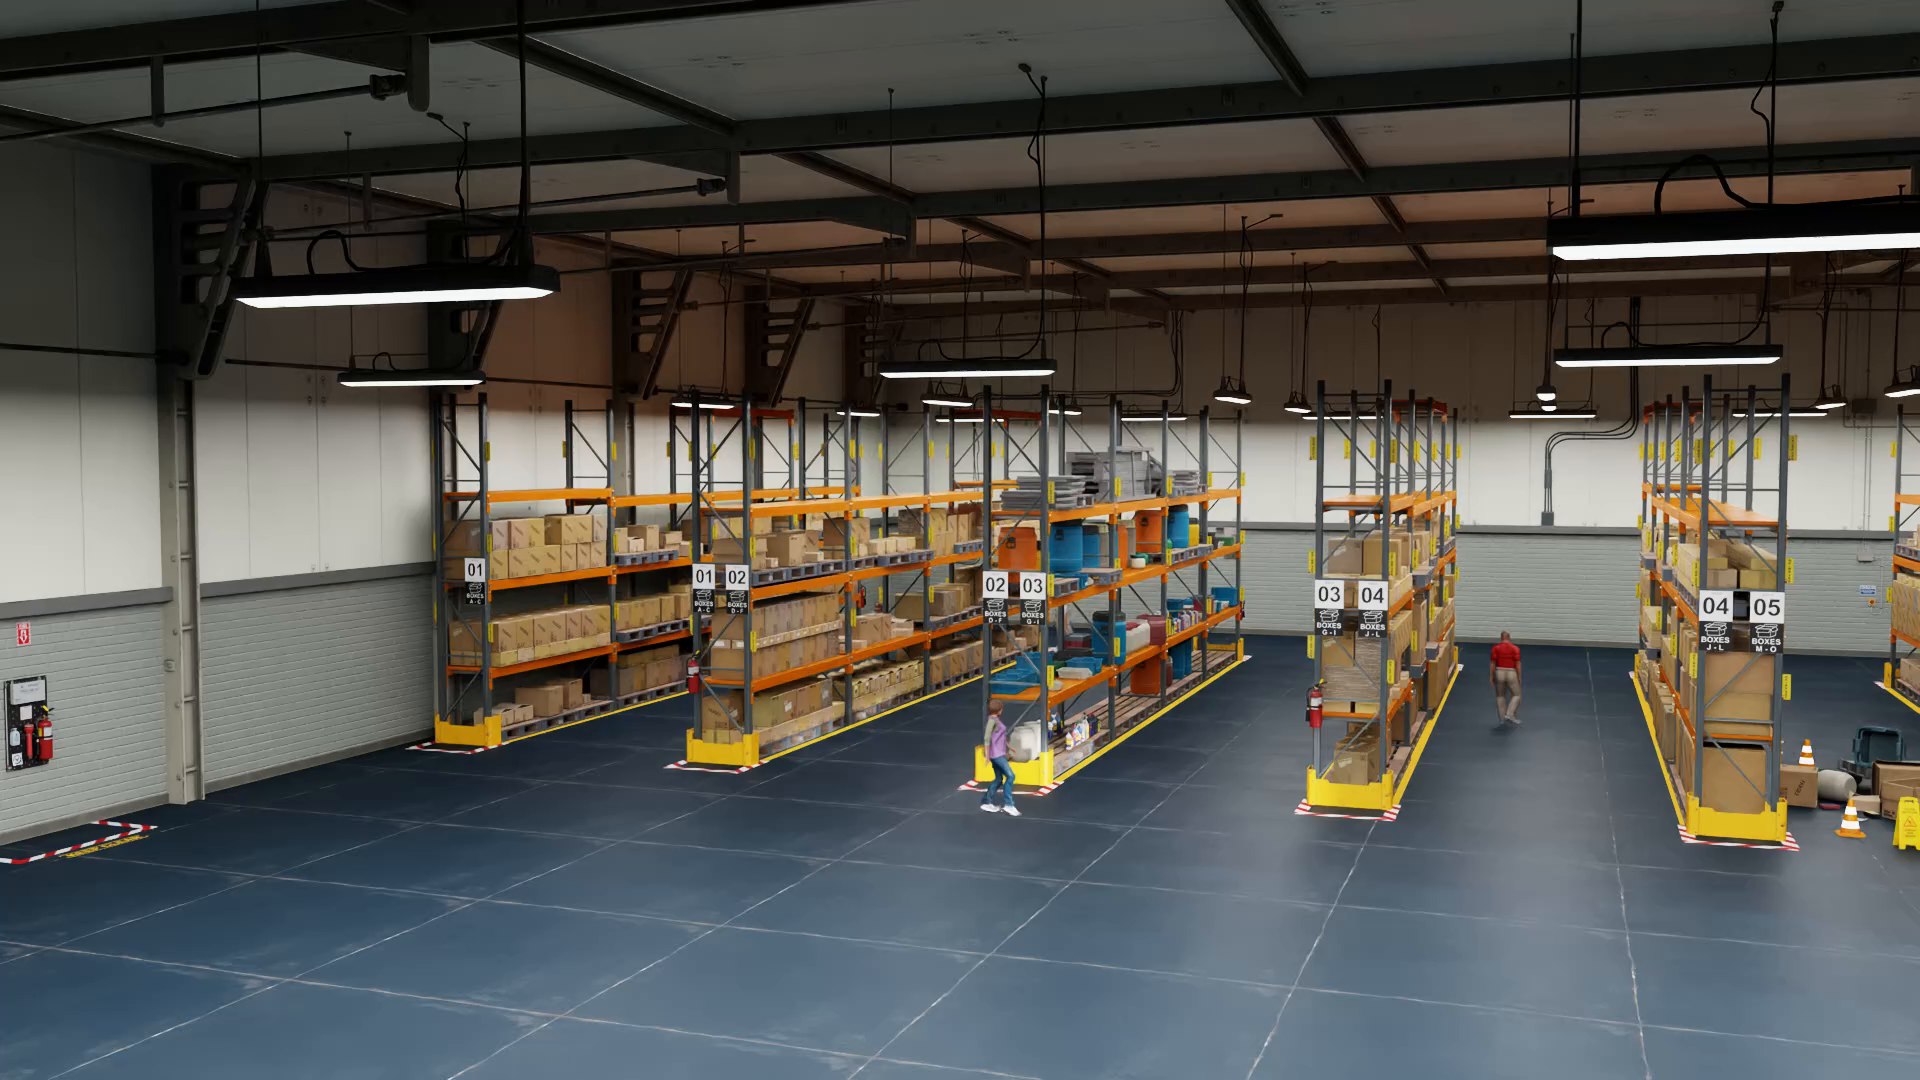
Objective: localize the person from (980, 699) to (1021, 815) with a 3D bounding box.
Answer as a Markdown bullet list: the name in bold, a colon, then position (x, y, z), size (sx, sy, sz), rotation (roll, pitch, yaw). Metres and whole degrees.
- **person**: position (0.562, 3.003, 23.037), size (0.573, 1.601, 0.515), rotation (0, 3, 1)

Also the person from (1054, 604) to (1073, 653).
- **person**: position (2.408, 1.944, 38.992), size (0.511, 1.540, 0.491), rotation (-2, 3, -28)

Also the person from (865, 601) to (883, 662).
- **person**: position (-1.849, 2.069, 37.276), size (0.446, 1.390, 1.010), rotation (0, 3, 7)

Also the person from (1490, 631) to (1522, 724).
- **person**: position (9.995, 2.524, 30.439), size (0.585, 1.723, 0.562), rotation (2, 3, 28)
